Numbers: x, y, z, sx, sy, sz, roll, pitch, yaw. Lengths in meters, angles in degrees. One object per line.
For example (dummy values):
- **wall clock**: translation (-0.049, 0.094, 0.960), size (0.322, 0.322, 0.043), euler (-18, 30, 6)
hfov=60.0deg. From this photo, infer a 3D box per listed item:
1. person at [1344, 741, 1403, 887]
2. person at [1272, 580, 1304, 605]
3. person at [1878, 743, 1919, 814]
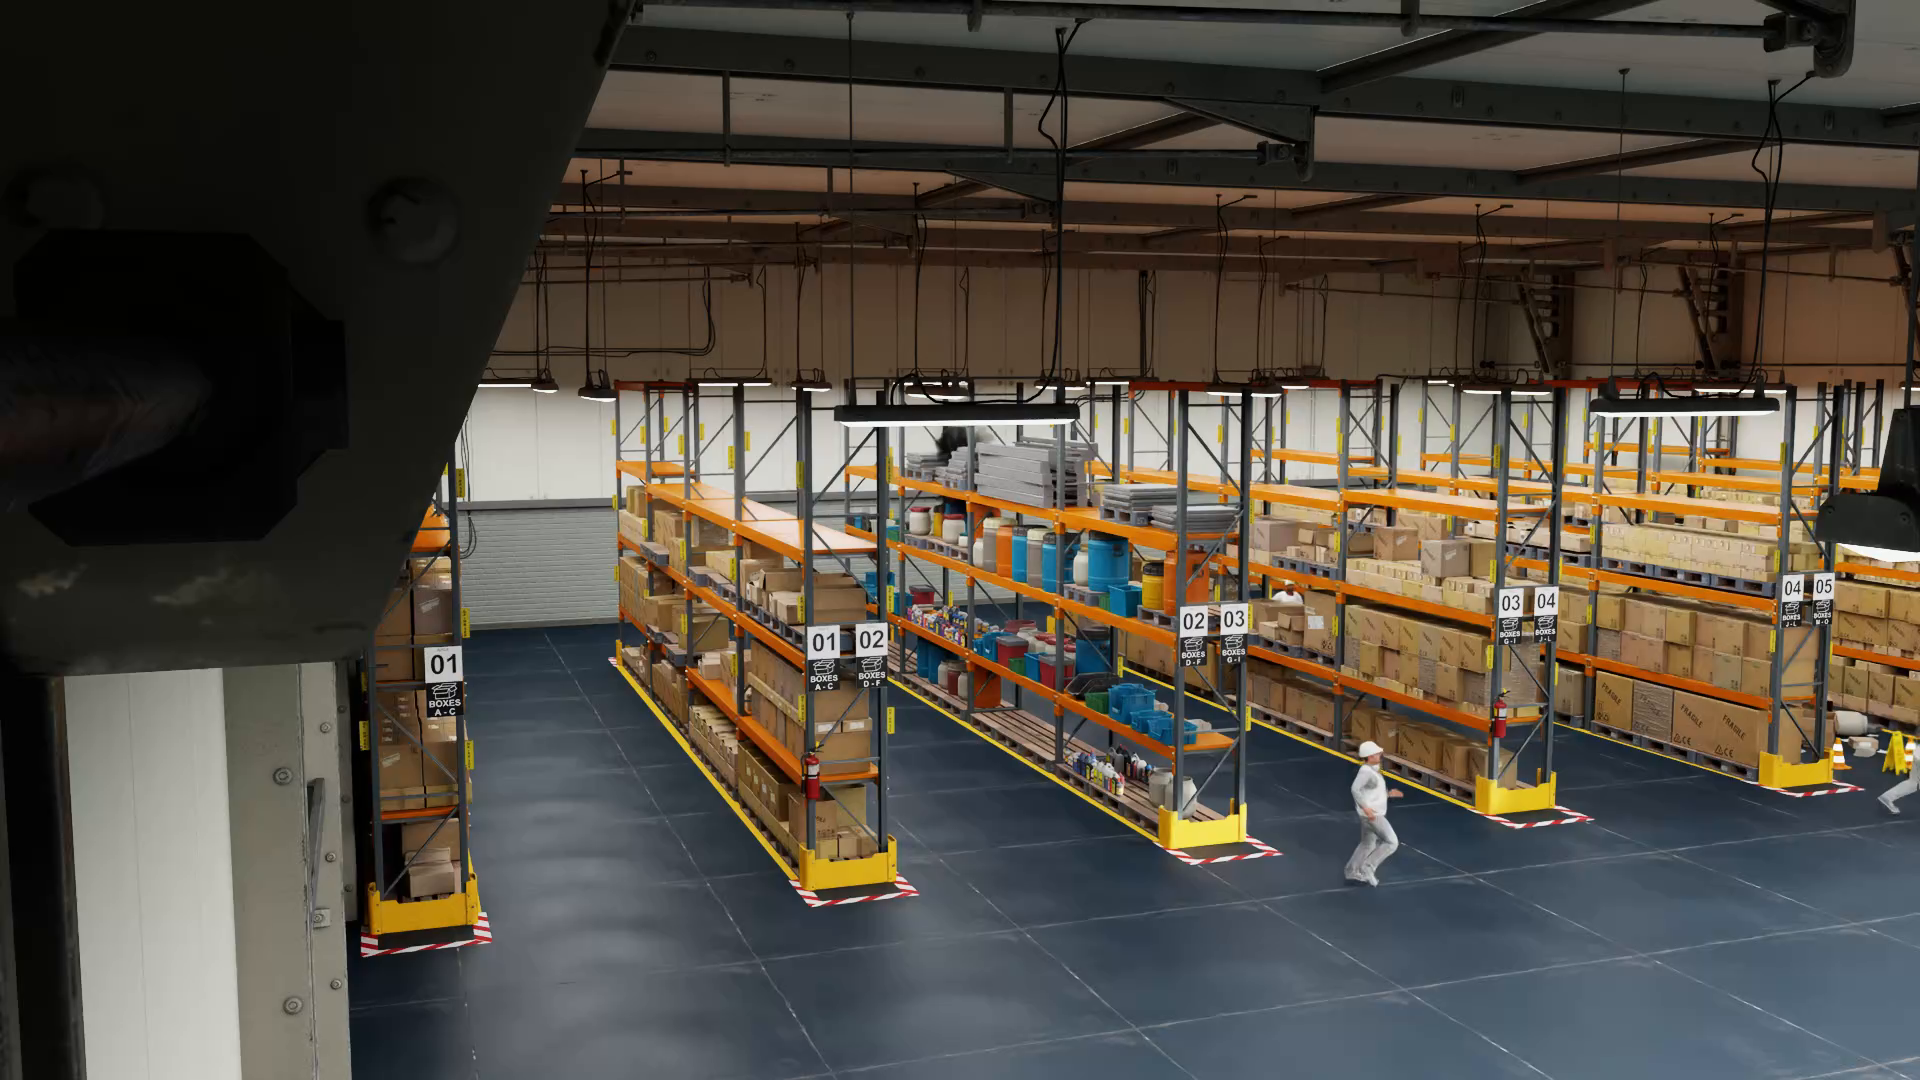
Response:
- **person**: translation (5.030, 3.320, 20.192), size (0.683, 1.757, 0.639), euler (1, 6, 10)
- **person**: translation (7.047, 1.699, 35.536), size (0.685, 1.740, 0.665), euler (-2, 6, -19)
- **person**: translation (13.463, 3.105, 23.239), size (0.983, 1.666, 0.642), euler (4, 7, 35)
